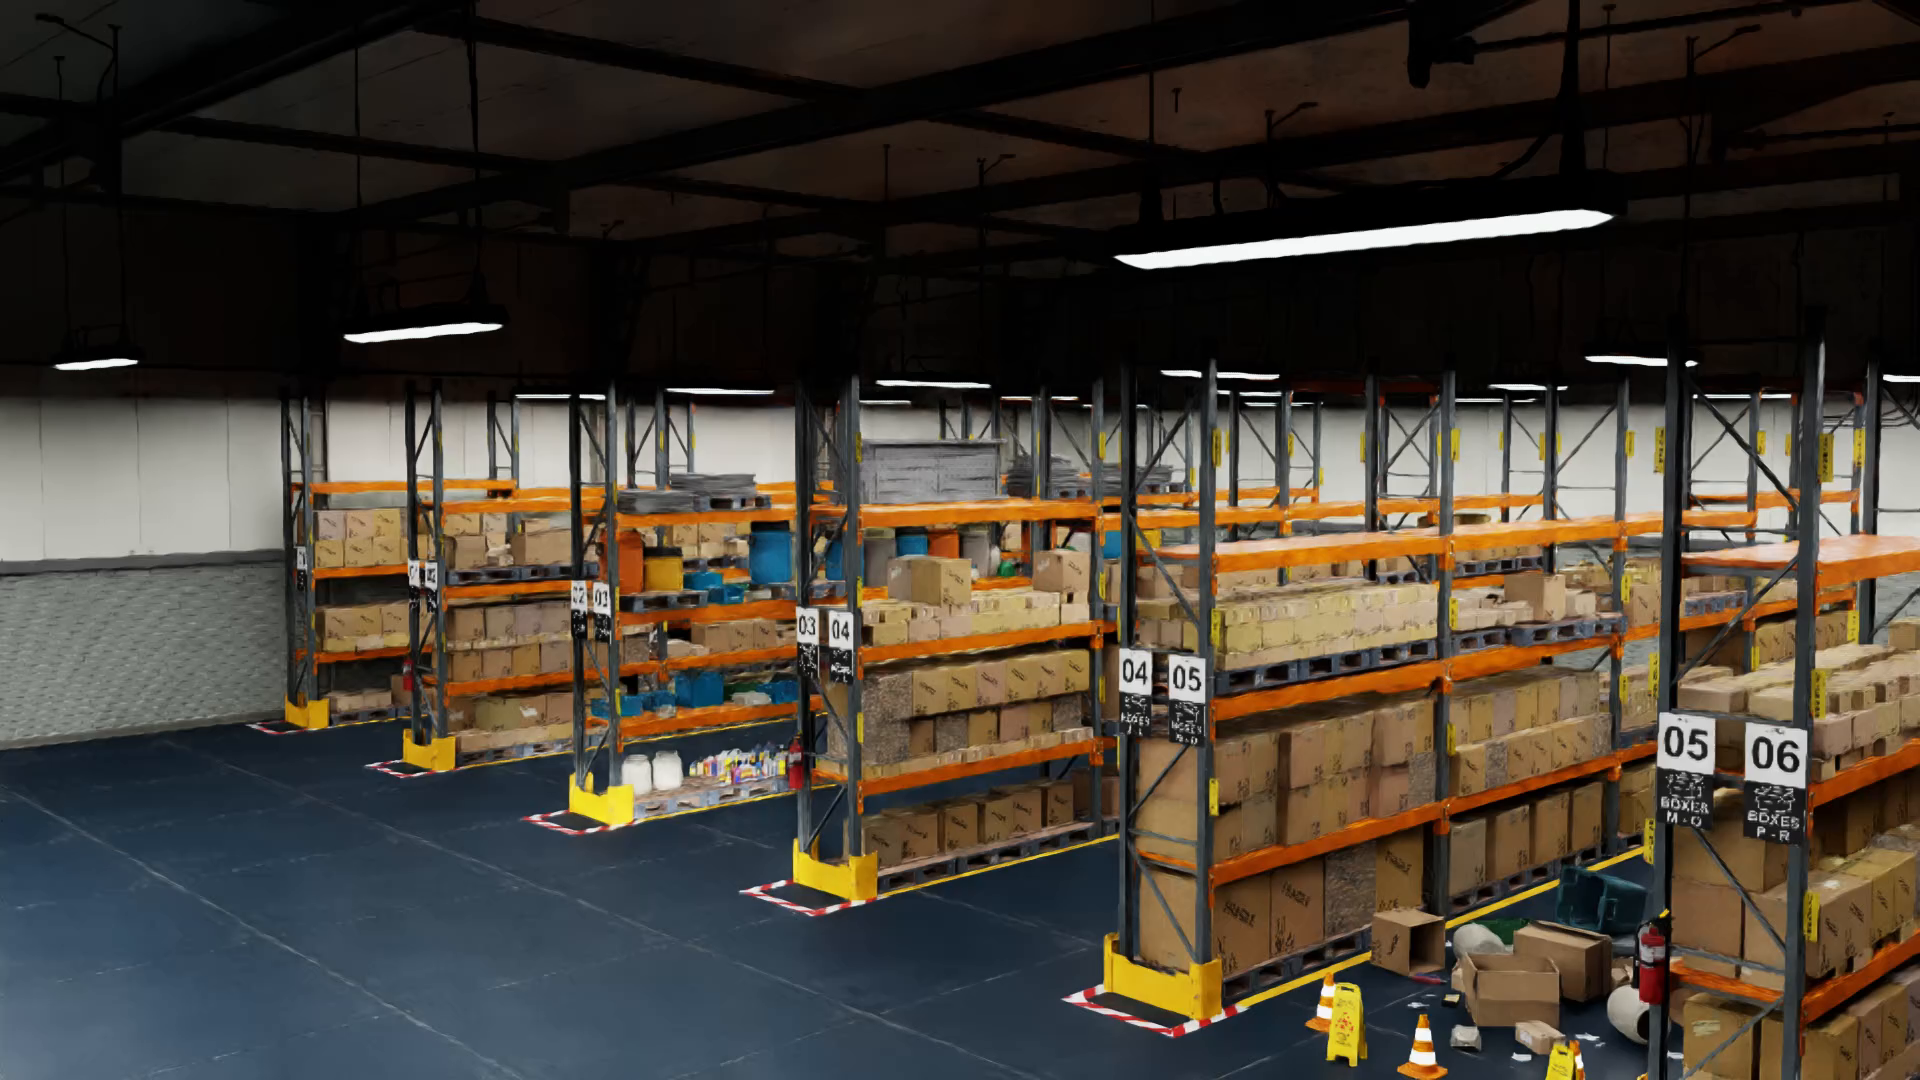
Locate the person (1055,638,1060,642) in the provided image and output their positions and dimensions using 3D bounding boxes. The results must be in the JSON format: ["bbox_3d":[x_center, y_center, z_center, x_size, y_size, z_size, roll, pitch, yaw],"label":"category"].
[{"bbox_3d":[2.143,1.801,39.398,0.719,1.714,0.578,4,5,45],"label":"person"}]

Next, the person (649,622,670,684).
[{"bbox_3d":[-5.911,2.274,32.311,0.448,1.623,0.997,3,5,38],"label":"person"}]
